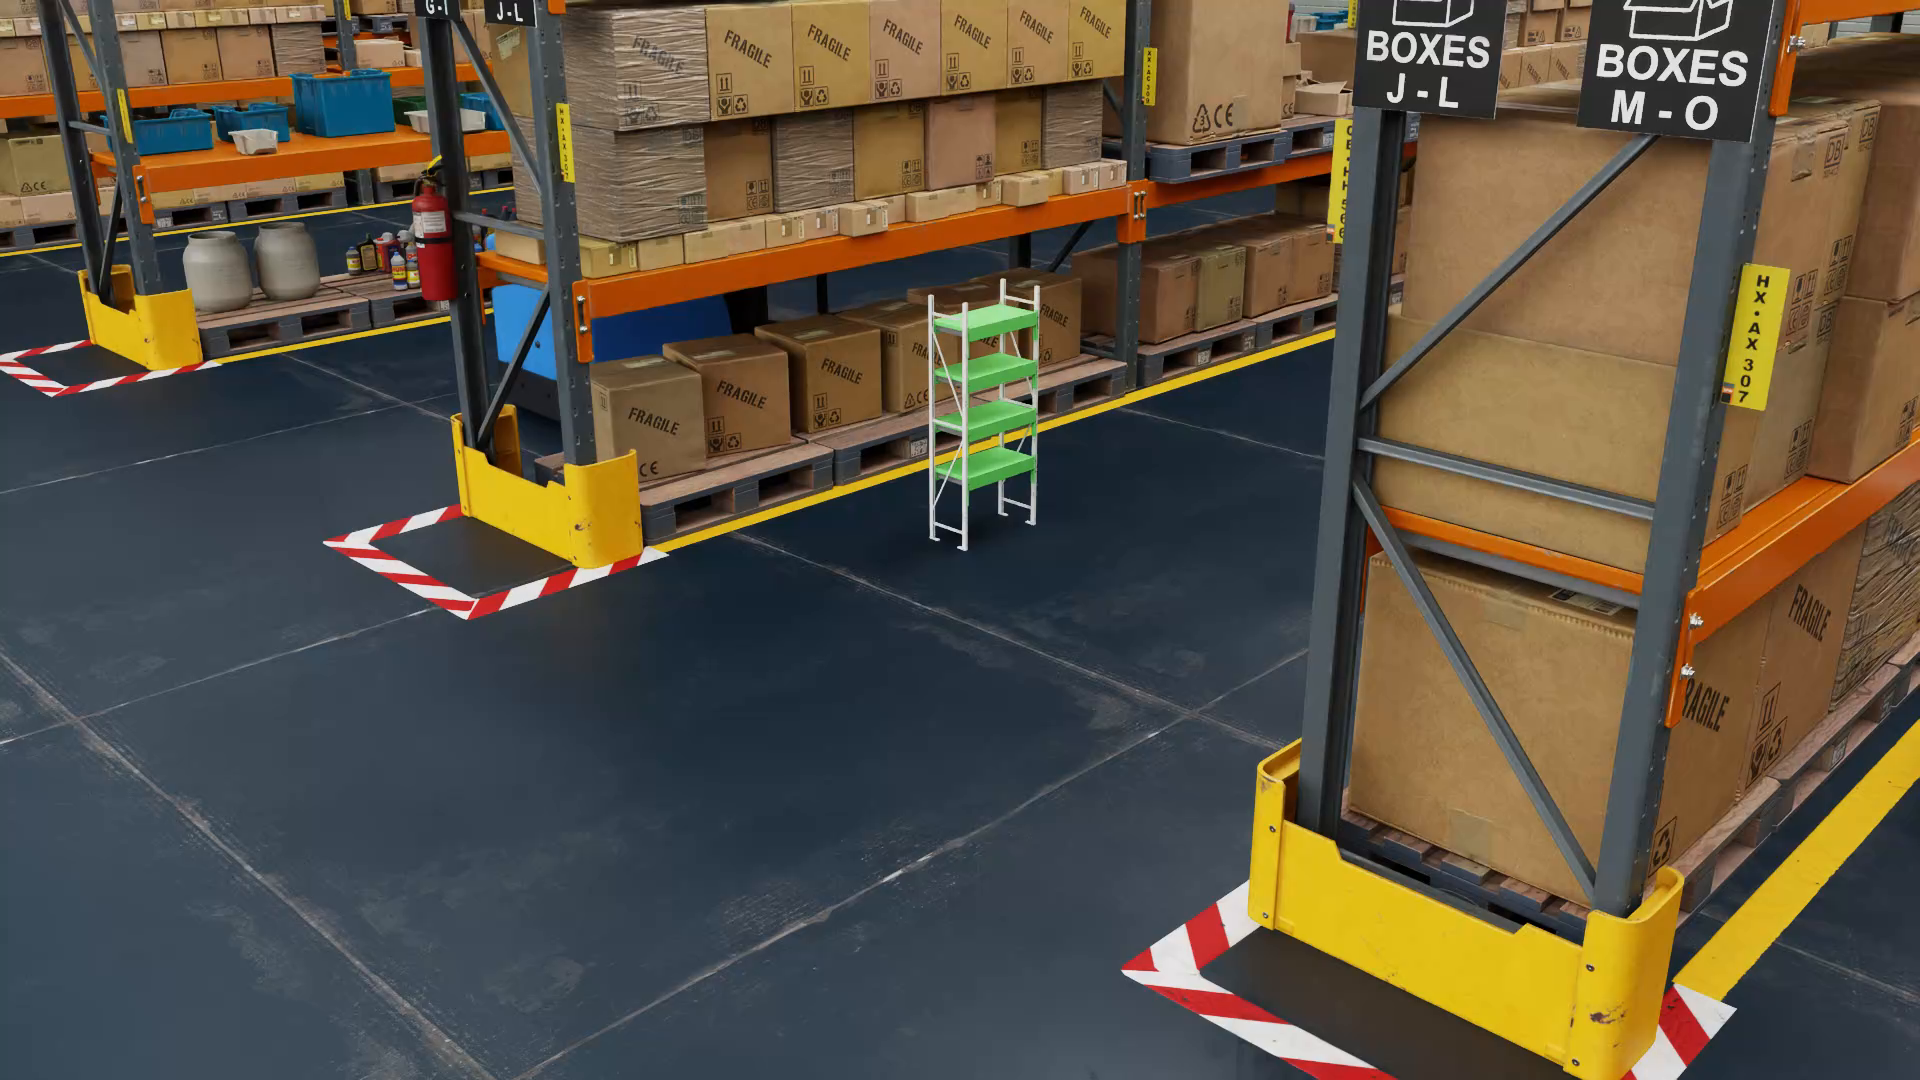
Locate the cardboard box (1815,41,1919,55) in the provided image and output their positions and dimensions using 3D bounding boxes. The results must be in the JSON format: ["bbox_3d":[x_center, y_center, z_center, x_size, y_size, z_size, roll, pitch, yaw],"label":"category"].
[{"bbox_3d":[3.617,-1.504,6.093,0.875,0.550,0.550,19,28,41],"label":"cardboard box"}]

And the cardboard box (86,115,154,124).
[{"bbox_3d":[-7.972,-3.770,15.905,0.500,0.500,0.500,19,28,41],"label":"cardboard box"}]

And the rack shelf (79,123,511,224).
[{"bbox_3d":[-4.228,-2.844,12.296,1.077,0.370,4.000,19,28,41],"label":"rack shelf"}]

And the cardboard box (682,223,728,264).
[{"bbox_3d":[-1.331,-1.442,7.997,0.380,0.149,0.250,19,28,41],"label":"cardboard box"}]

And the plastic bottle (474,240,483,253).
[{"bbox_3d":[-3.685,-2.152,12.681,0.097,0.271,0.097,0,21,0],"label":"plastic bottle"}]

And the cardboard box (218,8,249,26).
[{"bbox_3d":[-6.952,-4.962,15.760,0.380,0.149,0.250,19,28,41],"label":"cardboard box"}]

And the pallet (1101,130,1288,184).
[{"bbox_3d":[1.354,-2.525,10.730,1.003,0.211,1.213,19,28,41],"label":"pallet"}]

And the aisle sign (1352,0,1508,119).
[{"bbox_3d":[1.145,-1.429,3.988,0.394,0.787,0.004,19,28,41],"label":"aisle sign"}]

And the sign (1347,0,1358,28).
[{"bbox_3d":[3.107,-4.161,13.106,0.100,0.325,0.005,19,28,41],"label":"sign"}]

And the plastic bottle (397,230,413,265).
[{"bbox_3d":[-4.364,-2.275,12.996,0.152,0.276,0.135,18,28,39],"label":"plastic bottle"}]

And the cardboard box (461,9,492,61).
[{"bbox_3d":[-5.115,-5.439,17.905,0.500,0.500,0.500,19,28,41],"label":"cardboard box"}]

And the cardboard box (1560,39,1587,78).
[{"bbox_3d":[5.104,-3.980,14.109,0.500,0.500,0.500,19,28,41],"label":"cardboard box"}]

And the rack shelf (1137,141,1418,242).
[{"bbox_3d":[2.111,-2.633,11.746,1.077,0.370,4.000,19,28,41],"label":"rack shelf"}]

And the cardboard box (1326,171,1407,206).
[{"bbox_3d":[3.061,-2.691,12.722,0.500,0.250,0.500,-19,28,-40],"label":"cardboard box"}]

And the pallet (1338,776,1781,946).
[{"bbox_3d":[1.911,0.918,5.393,1.003,0.211,1.213,19,28,41],"label":"pallet"}]

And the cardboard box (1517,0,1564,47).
[{"bbox_3d":[4.485,-4.348,13.669,0.637,0.503,0.797,-19,28,-41],"label":"cardboard box"}]

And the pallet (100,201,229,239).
[{"bbox_3d":[-7.815,-3.124,15.908,1.003,0.211,1.213,19,28,41],"label":"pallet"}]

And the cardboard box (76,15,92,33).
[{"bbox_3d":[-7.844,-4.634,14.908,0.380,0.149,0.250,19,28,40],"label":"cardboard box"}]

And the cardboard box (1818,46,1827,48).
[{"bbox_3d":[9.075,-5.248,17.897,0.250,0.149,0.380,-20,28,-41],"label":"cardboard box"}]

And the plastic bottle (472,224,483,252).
[{"bbox_3d":[-3.900,-2.427,13.396,0.097,0.271,0.097,0,21,0],"label":"plastic bottle"}]

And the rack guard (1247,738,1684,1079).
[{"bbox_3d":[1.392,1.014,4.739,1.175,0.500,0.348,19,28,41],"label":"rack guard"}]

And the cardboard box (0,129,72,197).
[{"bbox_3d":[-8.288,-3.380,14.890,0.500,0.500,0.500,19,28,41],"label":"cardboard box"}]

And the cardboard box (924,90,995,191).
[{"bbox_3d":[-0.293,-2.266,9.236,0.875,0.500,0.500,19,28,41],"label":"cardboard box"}]

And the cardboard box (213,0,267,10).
[{"bbox_3d":[-7.036,-5.341,15.842,0.700,0.500,0.500,19,28,41],"label":"cardboard box"}]

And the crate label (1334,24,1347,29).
[{"bbox_3d":[4.710,-6.280,20.517,0.396,0.136,0.243,19,28,41],"label":"crate label"}]

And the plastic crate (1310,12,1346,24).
[{"bbox_3d":[4.671,-6.578,21.158,0.416,0.233,0.300,19,28,41],"label":"plastic crate"}]

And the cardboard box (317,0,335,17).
[{"bbox_3d":[-8.314,-7.005,21.365,0.700,0.500,0.500,19,28,41],"label":"cardboard box"}]

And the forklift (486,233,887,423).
[{"bbox_3d":[-1.397,-2.422,10.292,3.031,2.935,1.130,-19,28,-40],"label":"forklift"}]

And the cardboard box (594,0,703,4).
[{"bbox_3d":[-1.523,-2.412,8.220,0.500,0.500,0.500,19,28,41],"label":"cardboard box"}]

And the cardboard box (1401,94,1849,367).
[{"bbox_3d":[1.696,-0.819,4.309,0.875,0.550,0.550,19,28,41],"label":"cardboard box"}]

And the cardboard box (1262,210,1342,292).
[{"bbox_3d":[2.676,-2.198,12.484,0.700,0.500,0.500,16,26,36],"label":"cardboard box"}]

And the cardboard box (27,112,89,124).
[{"bbox_3d":[-10.626,-4.935,19.605,0.500,0.500,0.500,17,27,37],"label":"cardboard box"}]

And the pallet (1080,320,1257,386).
[{"bbox_3d":[1.258,-1.353,11.301,1.003,0.211,1.213,19,28,41],"label":"pallet"}]

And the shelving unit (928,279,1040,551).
[{"bbox_3d":[0.115,-0.603,7.970,0.258,1.200,0.503,19,28,41],"label":"shelving unit"}]

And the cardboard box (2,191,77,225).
[{"bbox_3d":[-8.290,-3.031,15.026,0.500,0.250,0.500,19,28,41],"label":"cardboard box"}]

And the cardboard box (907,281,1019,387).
[{"bbox_3d":[0.014,-1.242,10.023,0.500,0.500,0.500,-11,23,-25],"label":"cardboard box"}]

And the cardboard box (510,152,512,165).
[{"bbox_3d":[-4.848,-4.284,18.288,0.500,0.250,0.500,-20,28,-41],"label":"cardboard box"}]

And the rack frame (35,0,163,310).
[{"bbox_3d":[-5.623,-2.666,10.829,1.000,3.000,0.127,19,28,41],"label":"rack frame"}]

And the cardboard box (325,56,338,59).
[{"bbox_3d":[-8.048,-6.261,22.010,0.500,0.250,0.500,-20,28,-41],"label":"cardboard box"}]

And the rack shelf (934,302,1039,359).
[{"bbox_3d":[0.115,-0.991,7.821,0.258,0.148,0.480,19,28,41],"label":"rack shelf"}]

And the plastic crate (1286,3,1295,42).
[{"bbox_3d":[3.551,-5.975,19.266,0.402,0.464,0.583,19,28,41],"label":"plastic crate"}]

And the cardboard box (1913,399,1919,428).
[{"bbox_3d":[2.824,-0.741,5.614,0.875,0.550,0.500,19,28,41],"label":"cardboard box"}]

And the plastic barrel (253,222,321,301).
[{"bbox_3d":[-4.869,-2.018,12.025,0.421,0.512,0.421,0,21,0],"label":"plastic barrel"}]

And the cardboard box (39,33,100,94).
[{"bbox_3d":[-8.121,-4.332,15.026,0.700,0.500,0.500,19,28,41],"label":"cardboard box"}]

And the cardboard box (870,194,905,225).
[{"bbox_3d":[-0.509,-1.781,8.878,0.380,0.149,0.250,19,28,41],"label":"cardboard box"}]

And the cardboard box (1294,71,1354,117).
[{"bbox_3d":[2.537,-3.120,11.612,0.396,0.266,0.258,18,28,39],"label":"cardboard box"}]

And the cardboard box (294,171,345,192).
[{"bbox_3d":[-6.546,-3.673,16.698,0.500,0.250,0.500,19,28,41],"label":"cardboard box"}]

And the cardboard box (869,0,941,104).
[{"bbox_3d":[-0.449,-2.537,8.547,0.500,0.500,0.500,19,28,41],"label":"cardboard box"}]

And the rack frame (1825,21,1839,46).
[{"bbox_3d":[9.087,-5.539,18.305,1.000,3.000,0.127,19,28,41],"label":"rack frame"}]

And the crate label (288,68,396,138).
[{"bbox_3d":[-4.533,-3.223,12.230,0.502,0.435,0.616,19,28,41],"label":"crate label"}]

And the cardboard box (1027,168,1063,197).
[{"bbox_3d":[0.378,-2.097,9.700,0.380,0.149,0.250,19,28,41],"label":"cardboard box"}]
